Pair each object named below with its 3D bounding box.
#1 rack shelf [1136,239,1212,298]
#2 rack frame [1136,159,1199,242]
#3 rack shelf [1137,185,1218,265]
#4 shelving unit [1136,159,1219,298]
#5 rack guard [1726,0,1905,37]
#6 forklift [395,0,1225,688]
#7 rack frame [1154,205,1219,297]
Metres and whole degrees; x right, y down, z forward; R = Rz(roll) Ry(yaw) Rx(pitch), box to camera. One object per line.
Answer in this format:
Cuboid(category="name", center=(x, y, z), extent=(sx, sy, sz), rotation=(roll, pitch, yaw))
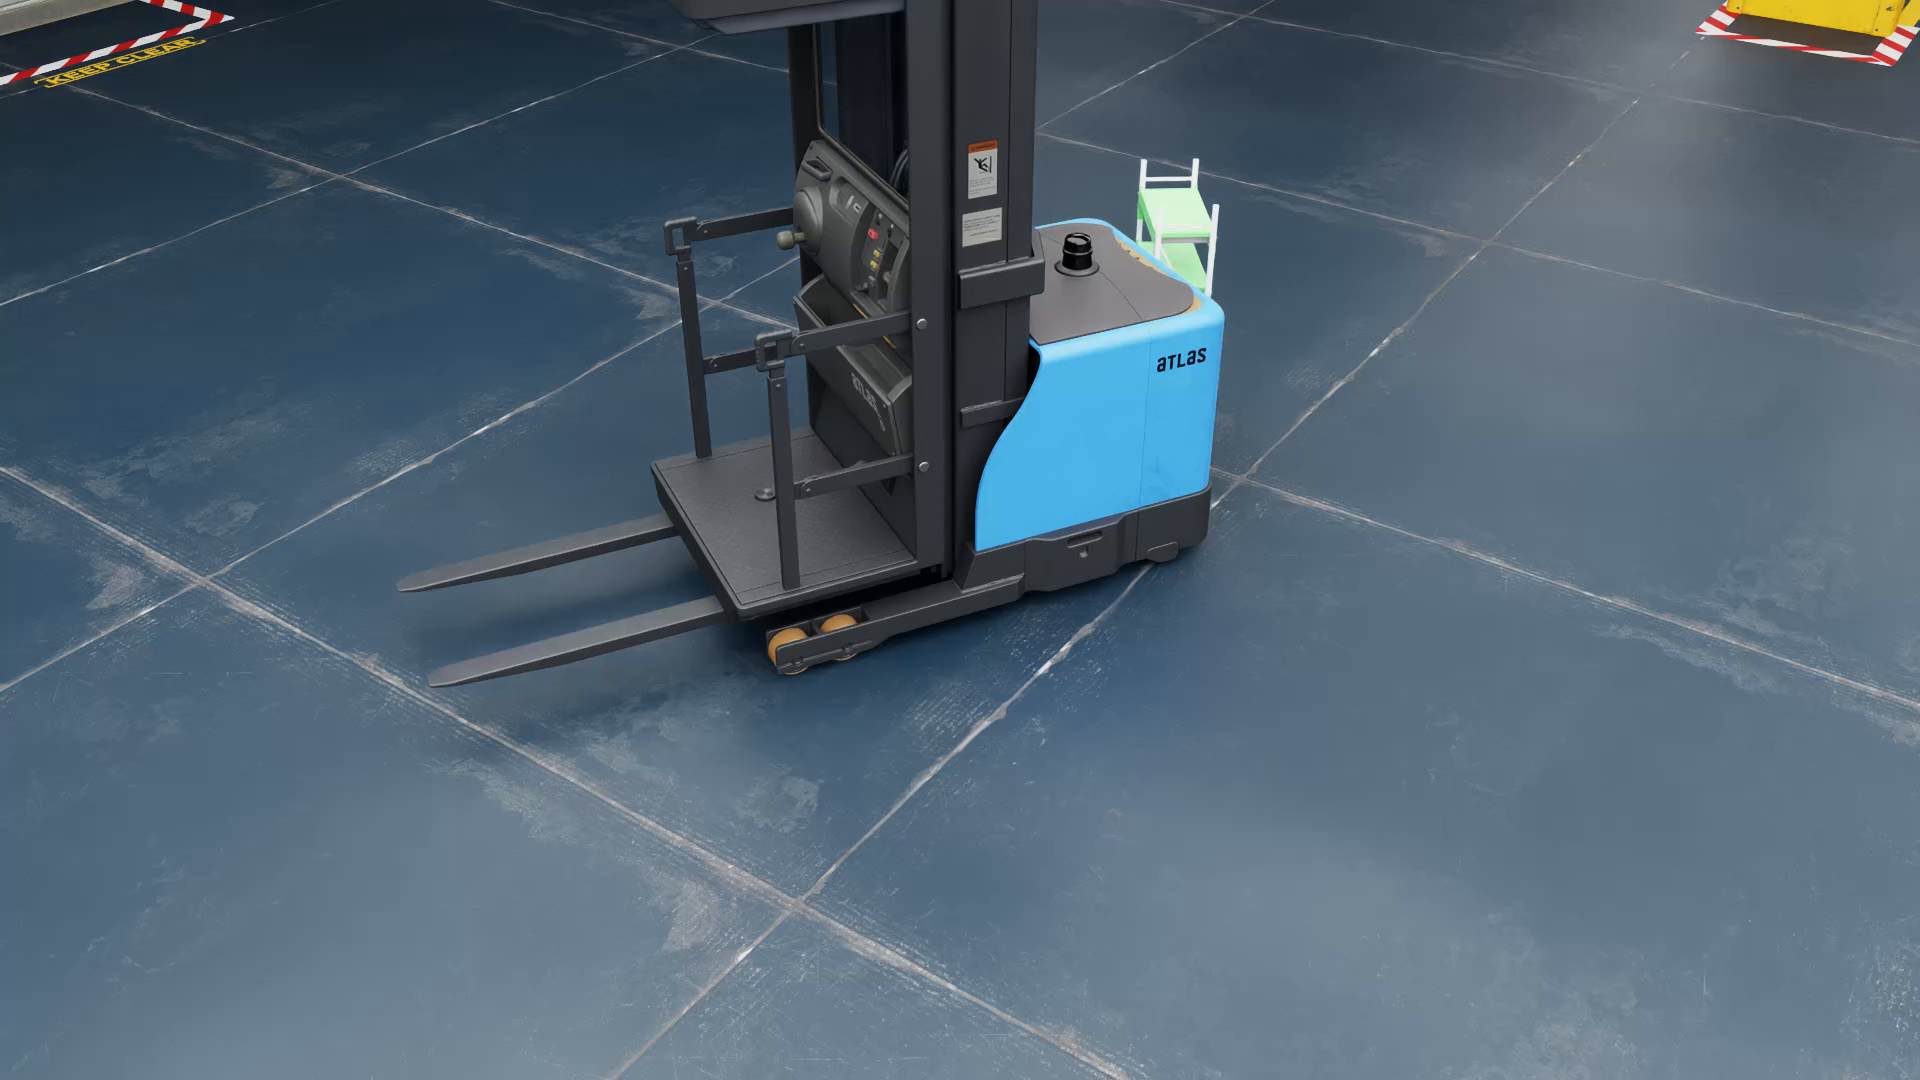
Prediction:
Cuboid(category="rack shelf", center=(0.890, -1.103, 6.995), extent=(0.258, 0.148, 0.480), rotation=(-1, 34, -2))
Cuboid(category="rack frame", center=(0.879, -1.093, 7.296), extent=(0.240, 1.200, 0.015), rotation=(-1, 34, -2))
Cuboid(category="rack shelf", center=(0.890, -1.302, 6.861), extent=(0.258, 0.148, 0.480), rotation=(-1, 34, -2))
Cuboid(category="shelving unit", center=(0.890, -0.957, 7.094), extent=(0.258, 1.200, 0.503), rotation=(-1, 34, -2))
Cuboid(category="rack guard", center=(6.433, -4.156, 12.449), extent=(1.175, 0.500, 0.348), rotation=(21, 39, 28))
Cuboid(category="forklift", center=(-0.567, -1.064, 5.708), extent=(3.031, 2.935, 1.130), rotation=(-15, 37, -21))
Cuboid(category="rack frame", center=(0.900, -0.820, 6.892), extent=(0.240, 1.200, 0.015), rotation=(-1, 34, -2))
